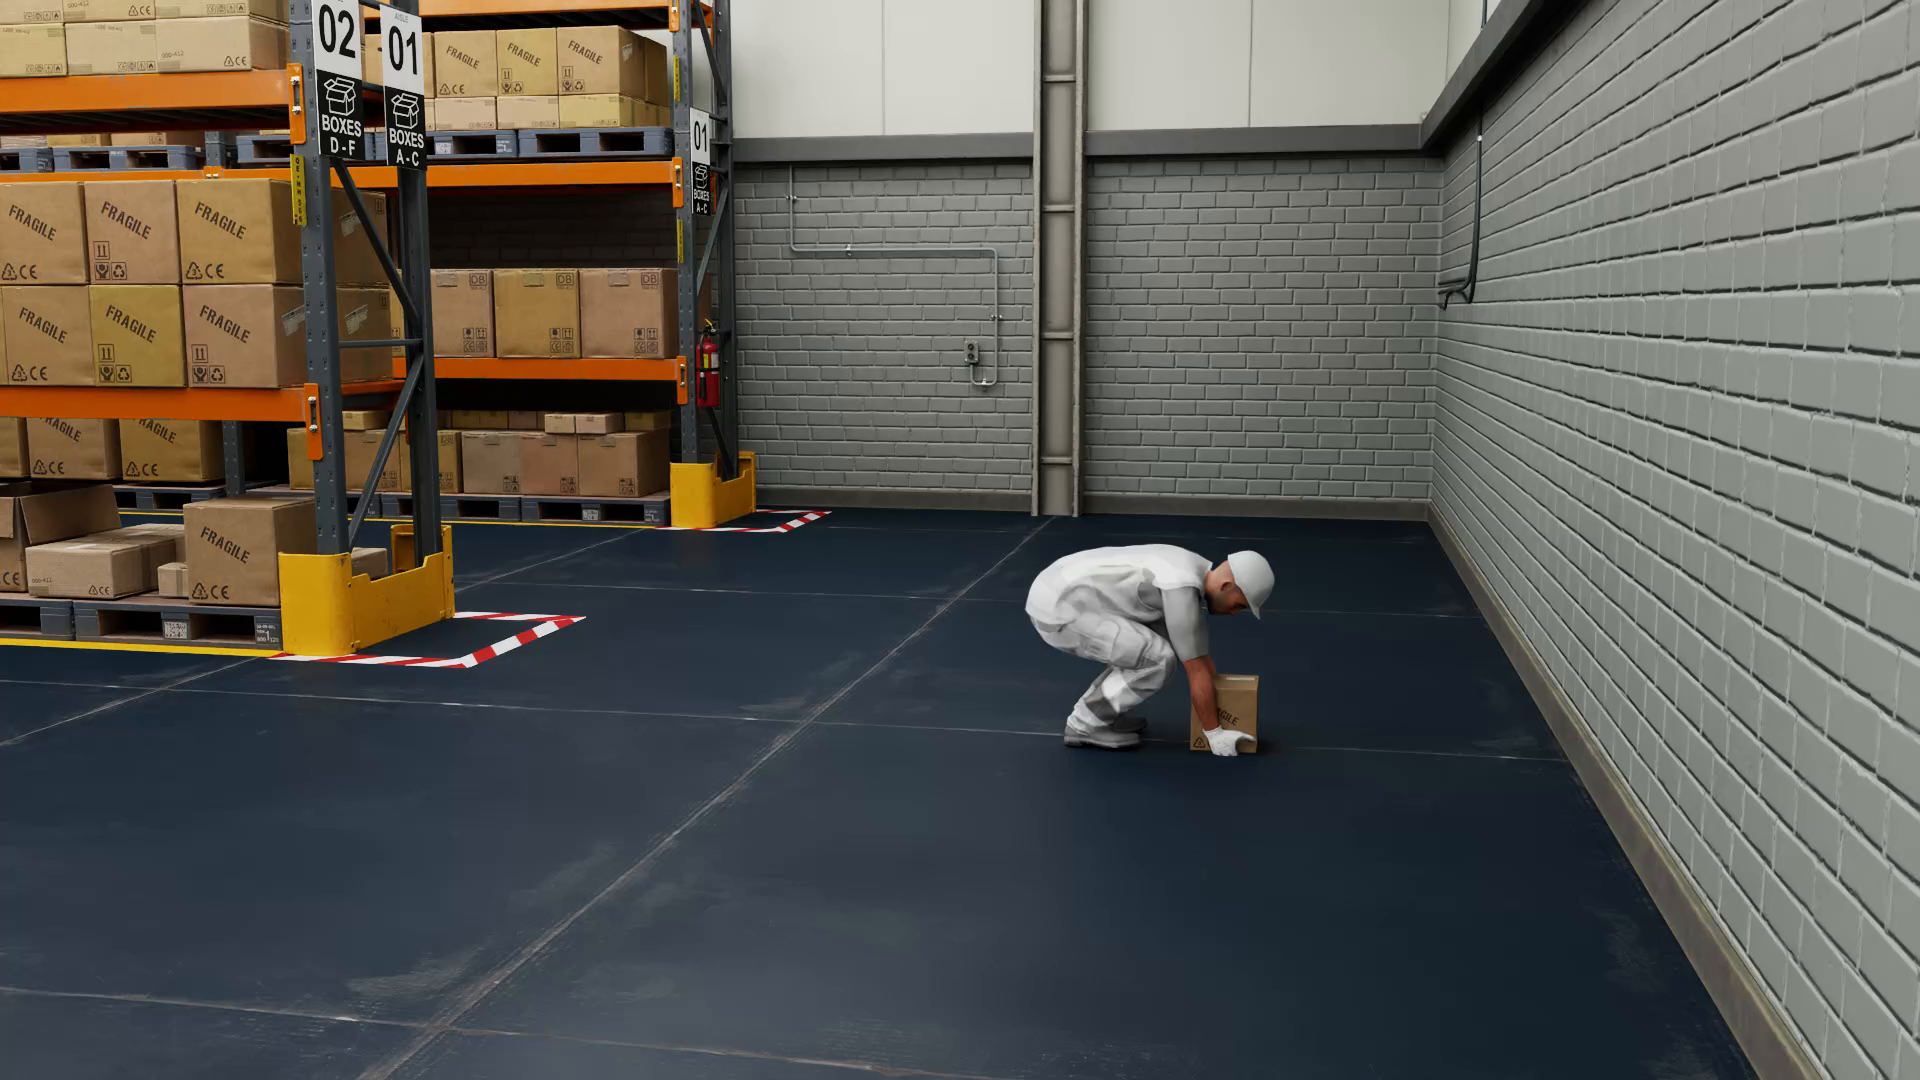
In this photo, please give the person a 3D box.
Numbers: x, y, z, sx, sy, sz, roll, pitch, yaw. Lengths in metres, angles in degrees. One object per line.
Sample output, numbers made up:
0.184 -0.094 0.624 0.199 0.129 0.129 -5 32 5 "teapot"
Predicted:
0.736 0.418 6.497 0.958 0.799 0.523 1 8 10 "person"
